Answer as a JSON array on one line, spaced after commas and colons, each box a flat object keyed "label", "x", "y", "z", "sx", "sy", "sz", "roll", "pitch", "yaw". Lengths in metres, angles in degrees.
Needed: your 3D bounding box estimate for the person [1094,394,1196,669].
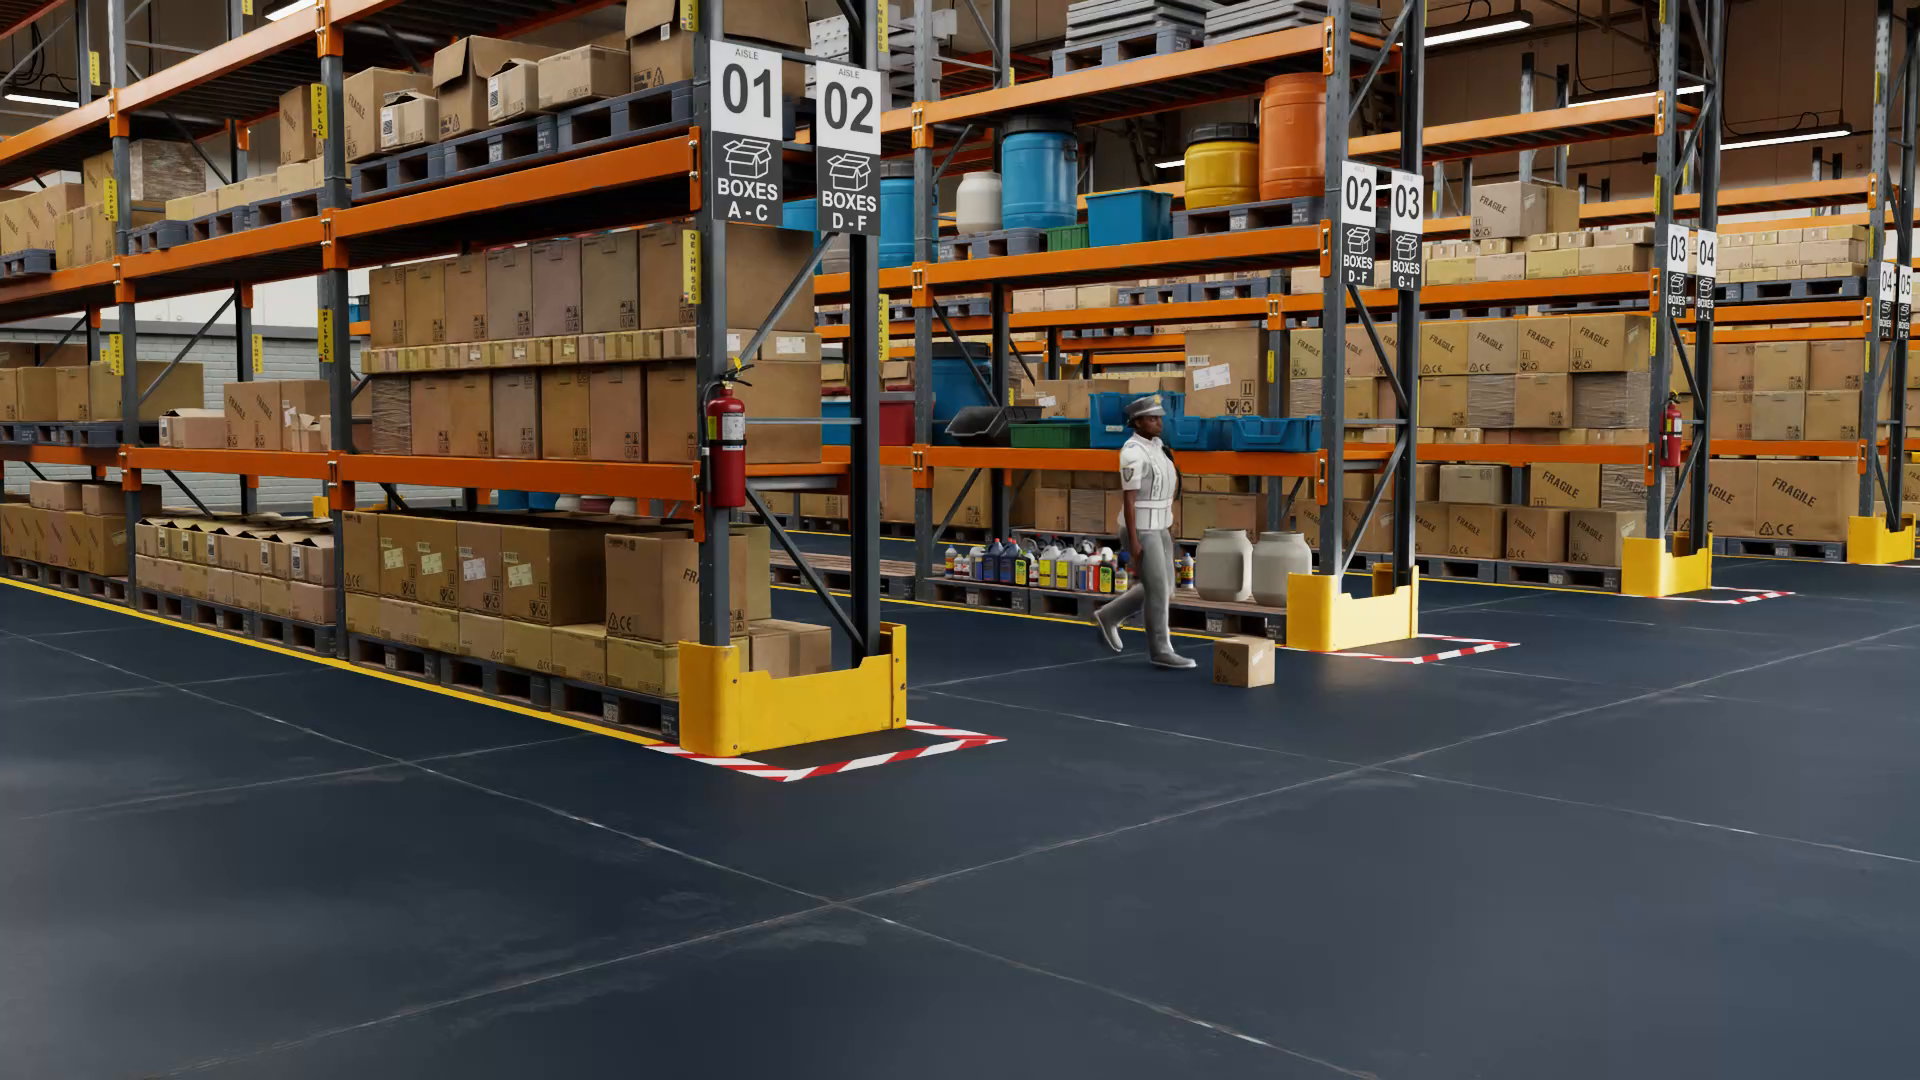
[{"label": "person", "x": 1.101, "y": -0.054, "z": 10.161, "sx": 0.686, "sy": 1.664, "sz": 0.479, "roll": 2, "pitch": 5, "yaw": 28}]
